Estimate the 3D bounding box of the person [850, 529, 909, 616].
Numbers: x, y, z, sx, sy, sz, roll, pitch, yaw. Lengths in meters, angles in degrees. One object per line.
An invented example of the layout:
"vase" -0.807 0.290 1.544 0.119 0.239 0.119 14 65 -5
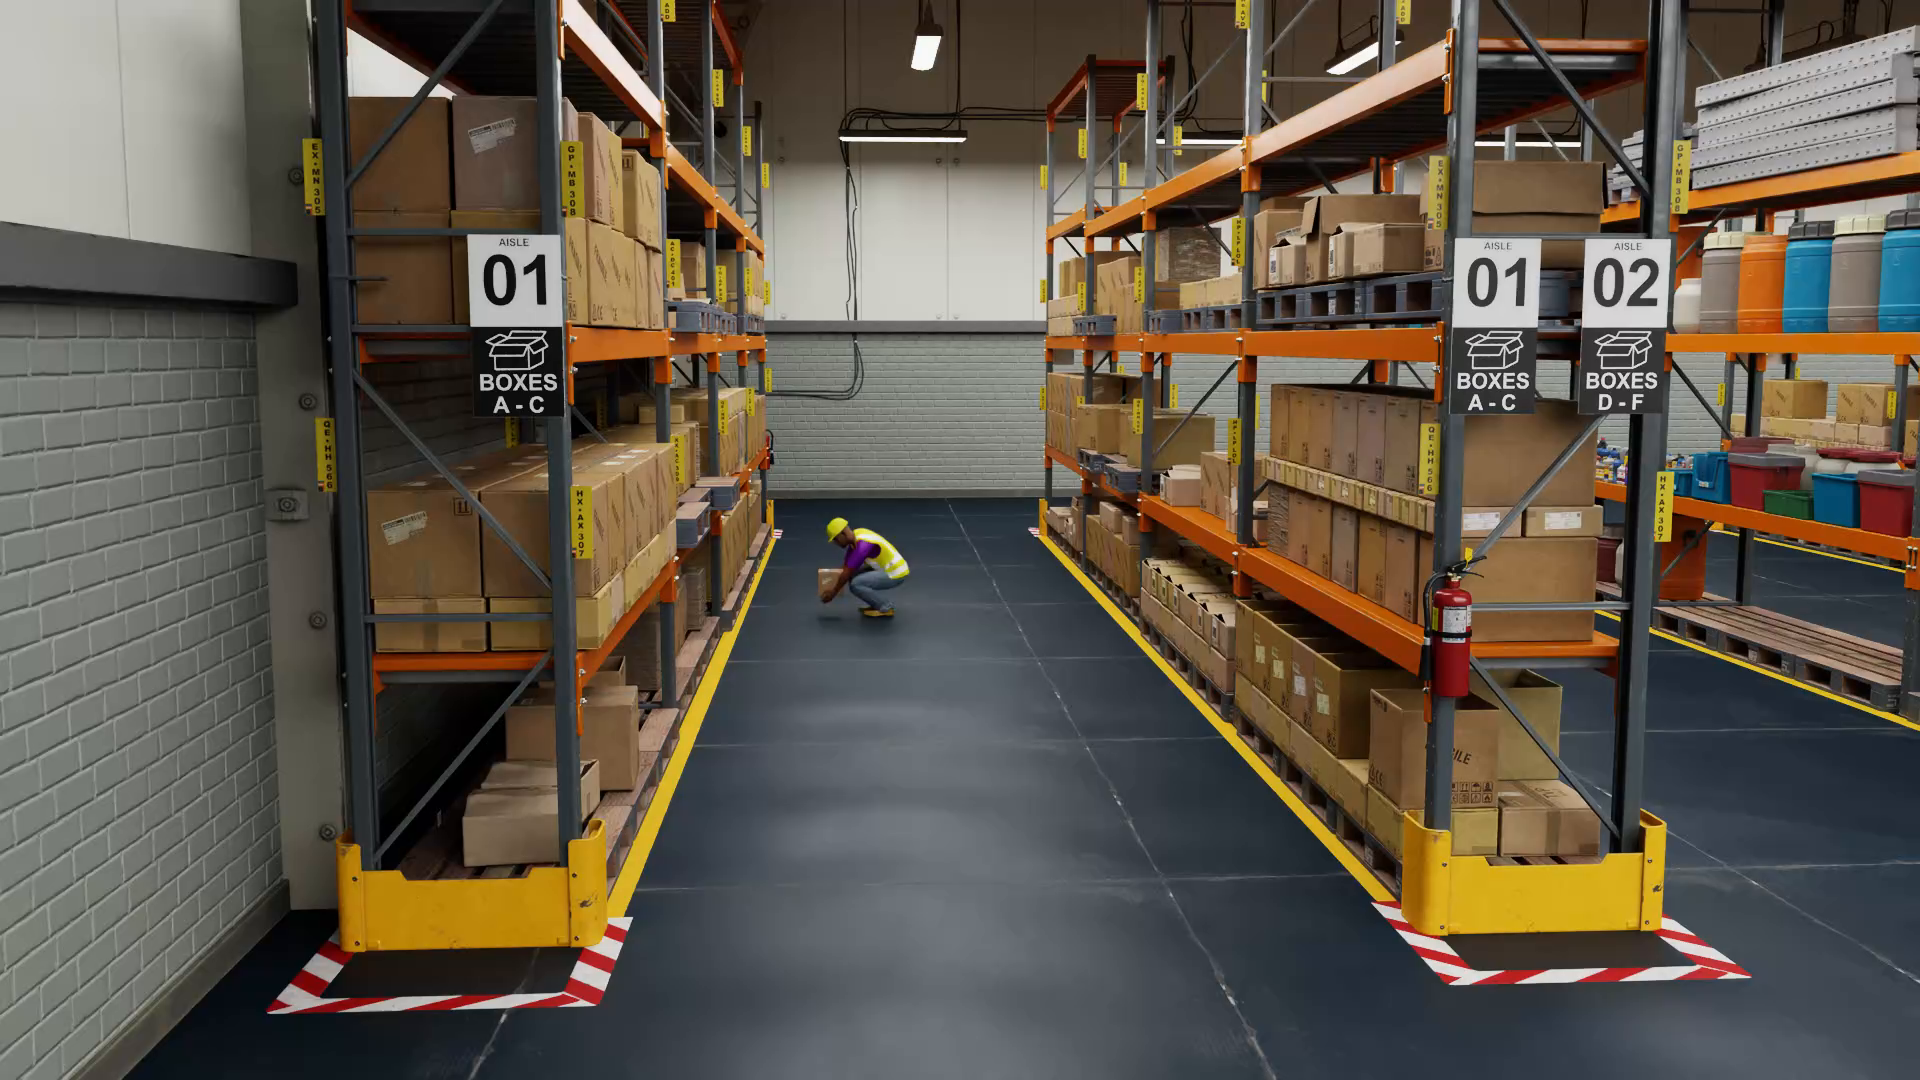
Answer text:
"person" 8.166 -0.360 12.646 18.010 3.200 9.548 0 7 -4
